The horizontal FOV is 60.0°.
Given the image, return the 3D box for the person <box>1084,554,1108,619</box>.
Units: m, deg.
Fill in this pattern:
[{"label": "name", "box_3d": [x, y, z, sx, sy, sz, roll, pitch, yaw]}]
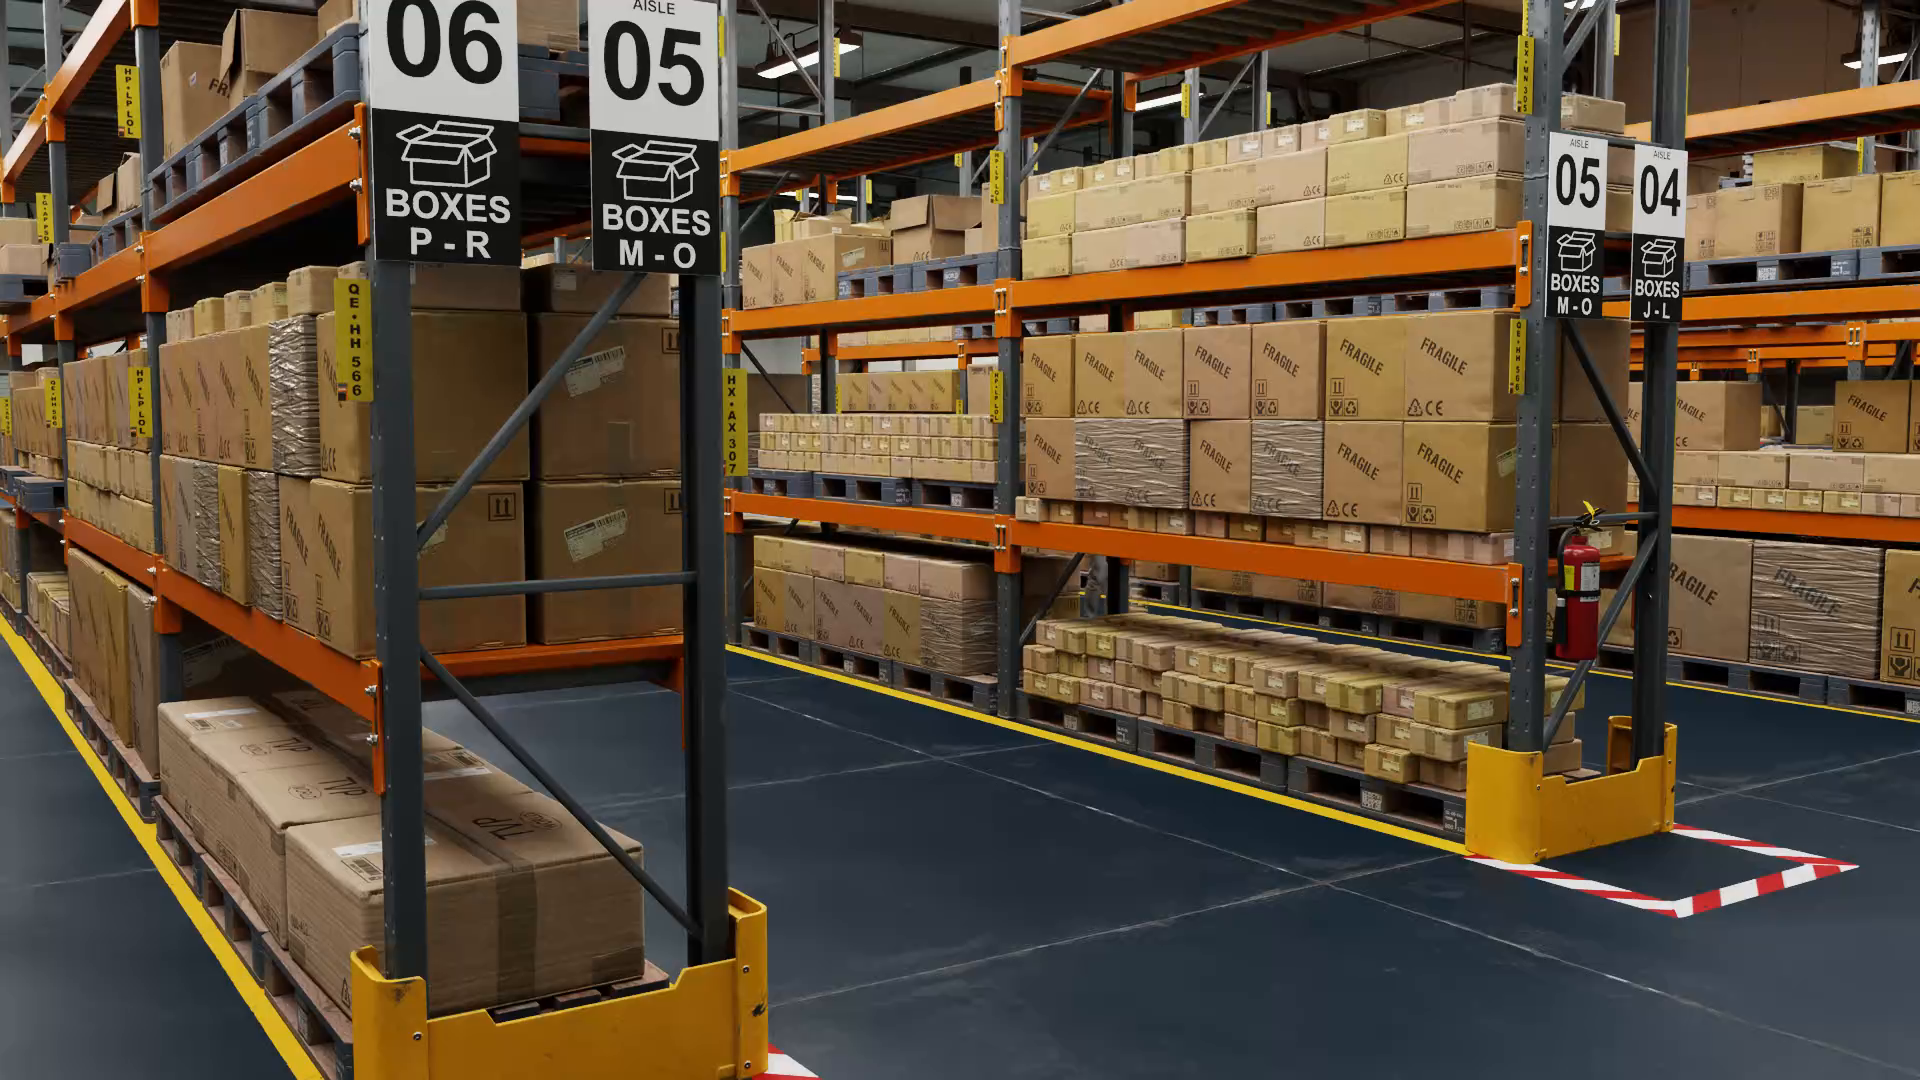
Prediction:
[{"label": "person", "box_3d": [1.331, -0.046, 14.797, 0.629, 1.759, 0.461, -3, 6, -37]}]
